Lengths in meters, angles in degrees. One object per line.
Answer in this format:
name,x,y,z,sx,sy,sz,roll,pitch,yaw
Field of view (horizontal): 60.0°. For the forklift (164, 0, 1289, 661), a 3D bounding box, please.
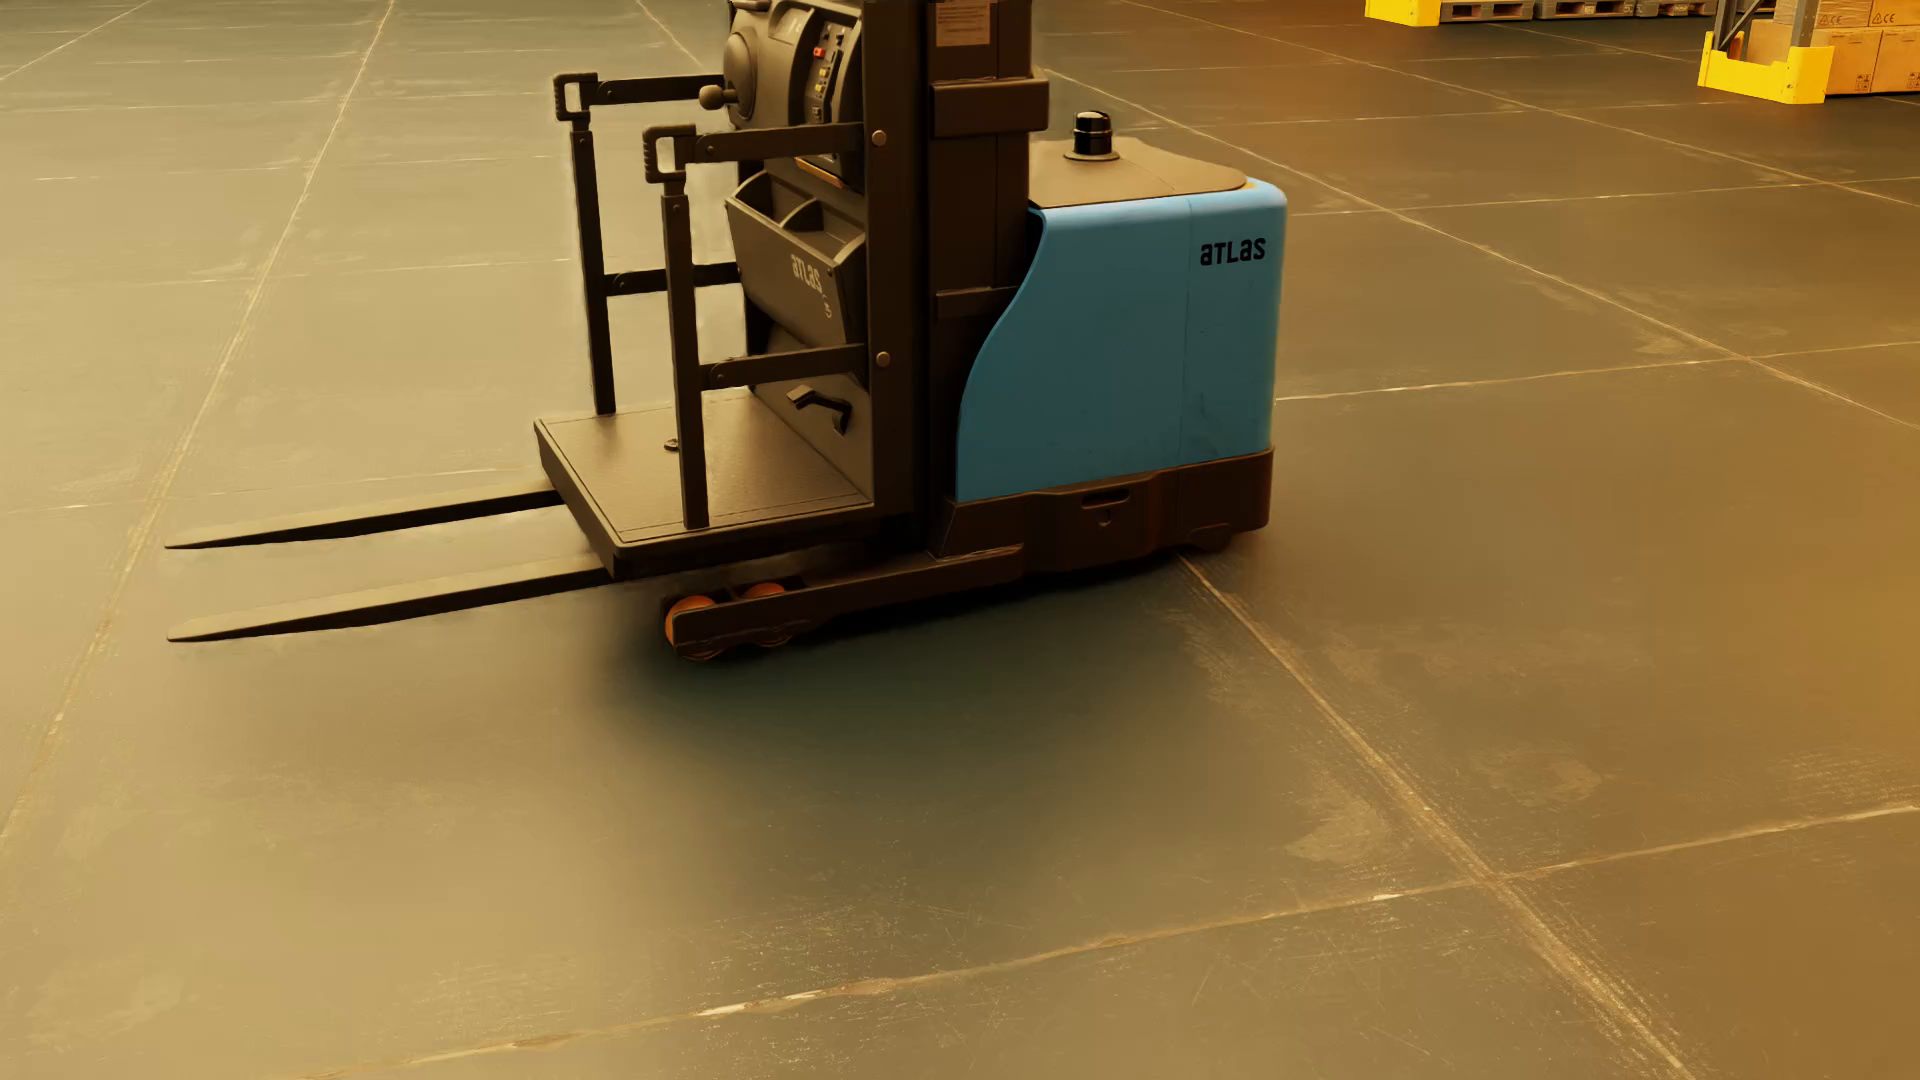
forklift,-0.629,-1.270,4.294,3.031,2.935,1.130,-10,25,-22
